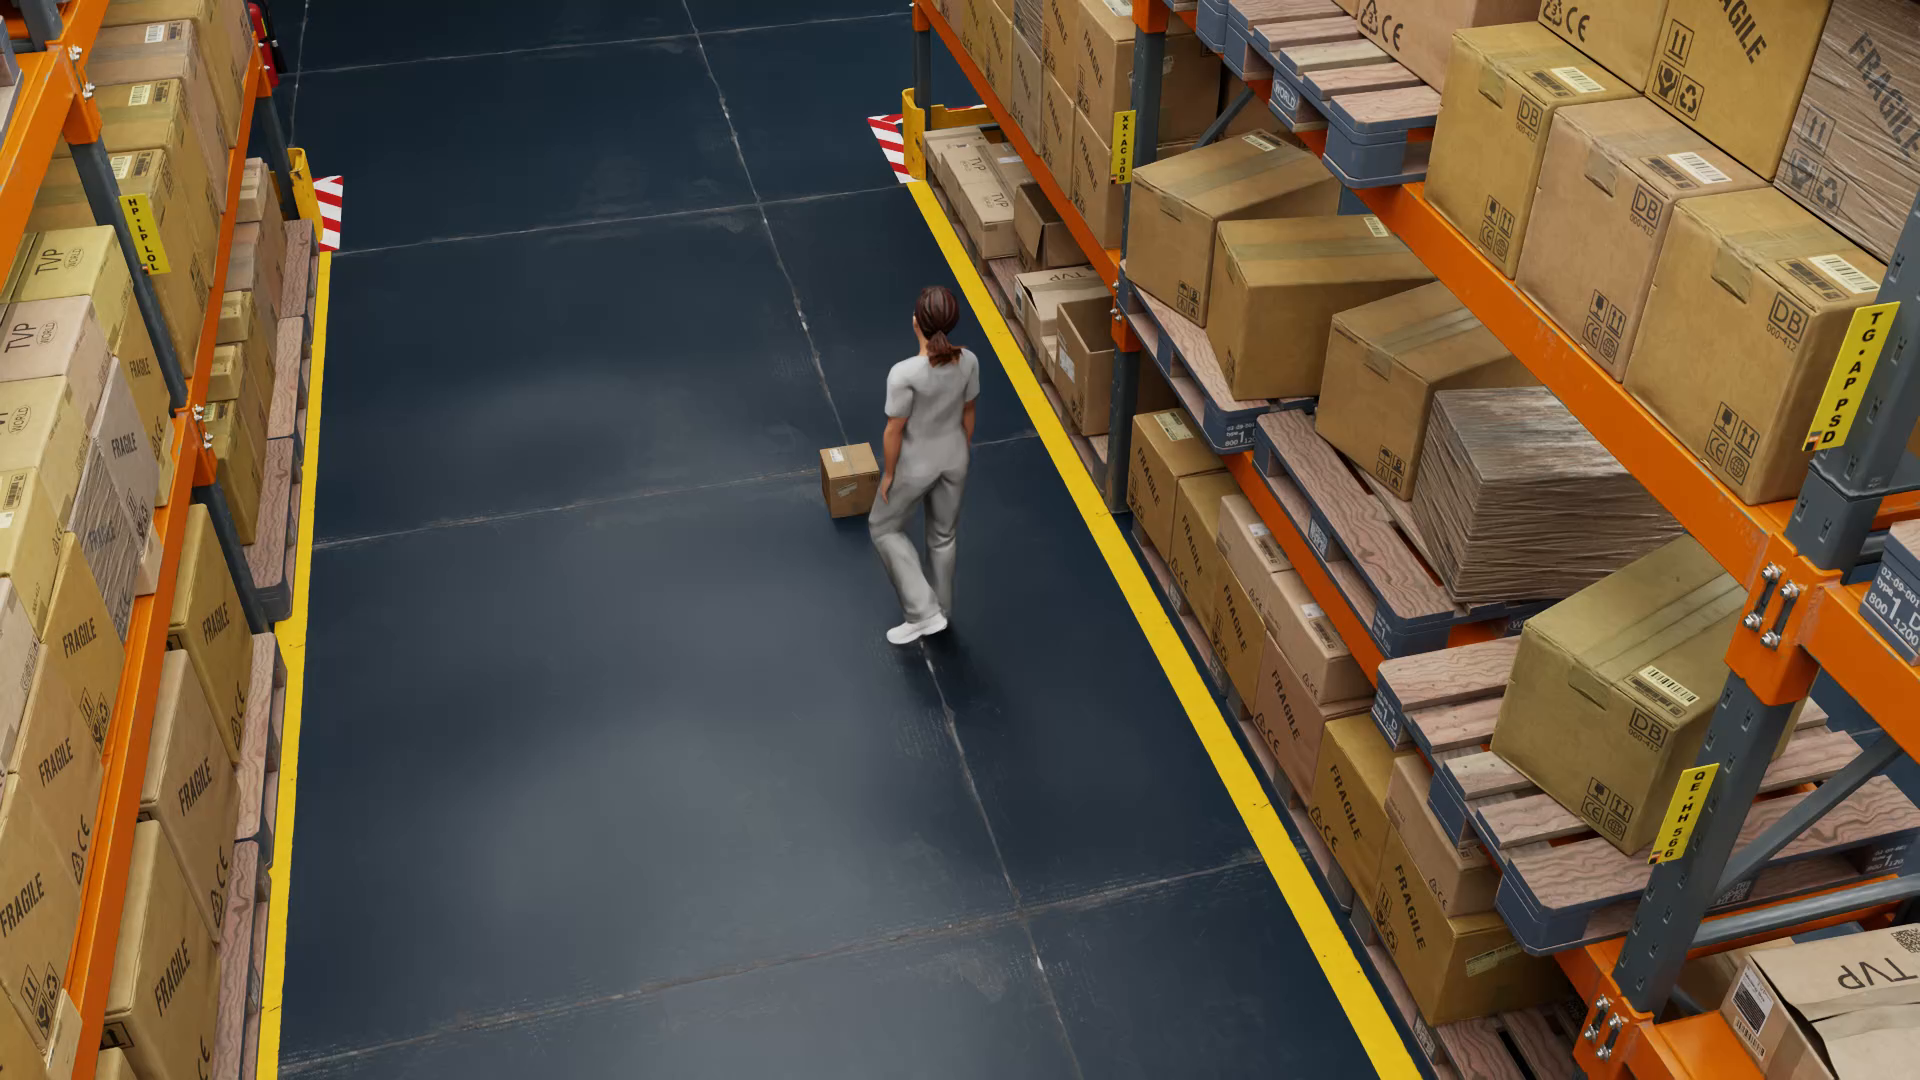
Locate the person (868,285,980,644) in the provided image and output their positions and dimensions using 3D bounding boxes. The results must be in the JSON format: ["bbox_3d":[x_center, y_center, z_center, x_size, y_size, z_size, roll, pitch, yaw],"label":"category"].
[{"bbox_3d":[-0.116,-0.278,7.031,0.498,1.666,0.459,-16,41,-20],"label":"person"}]
